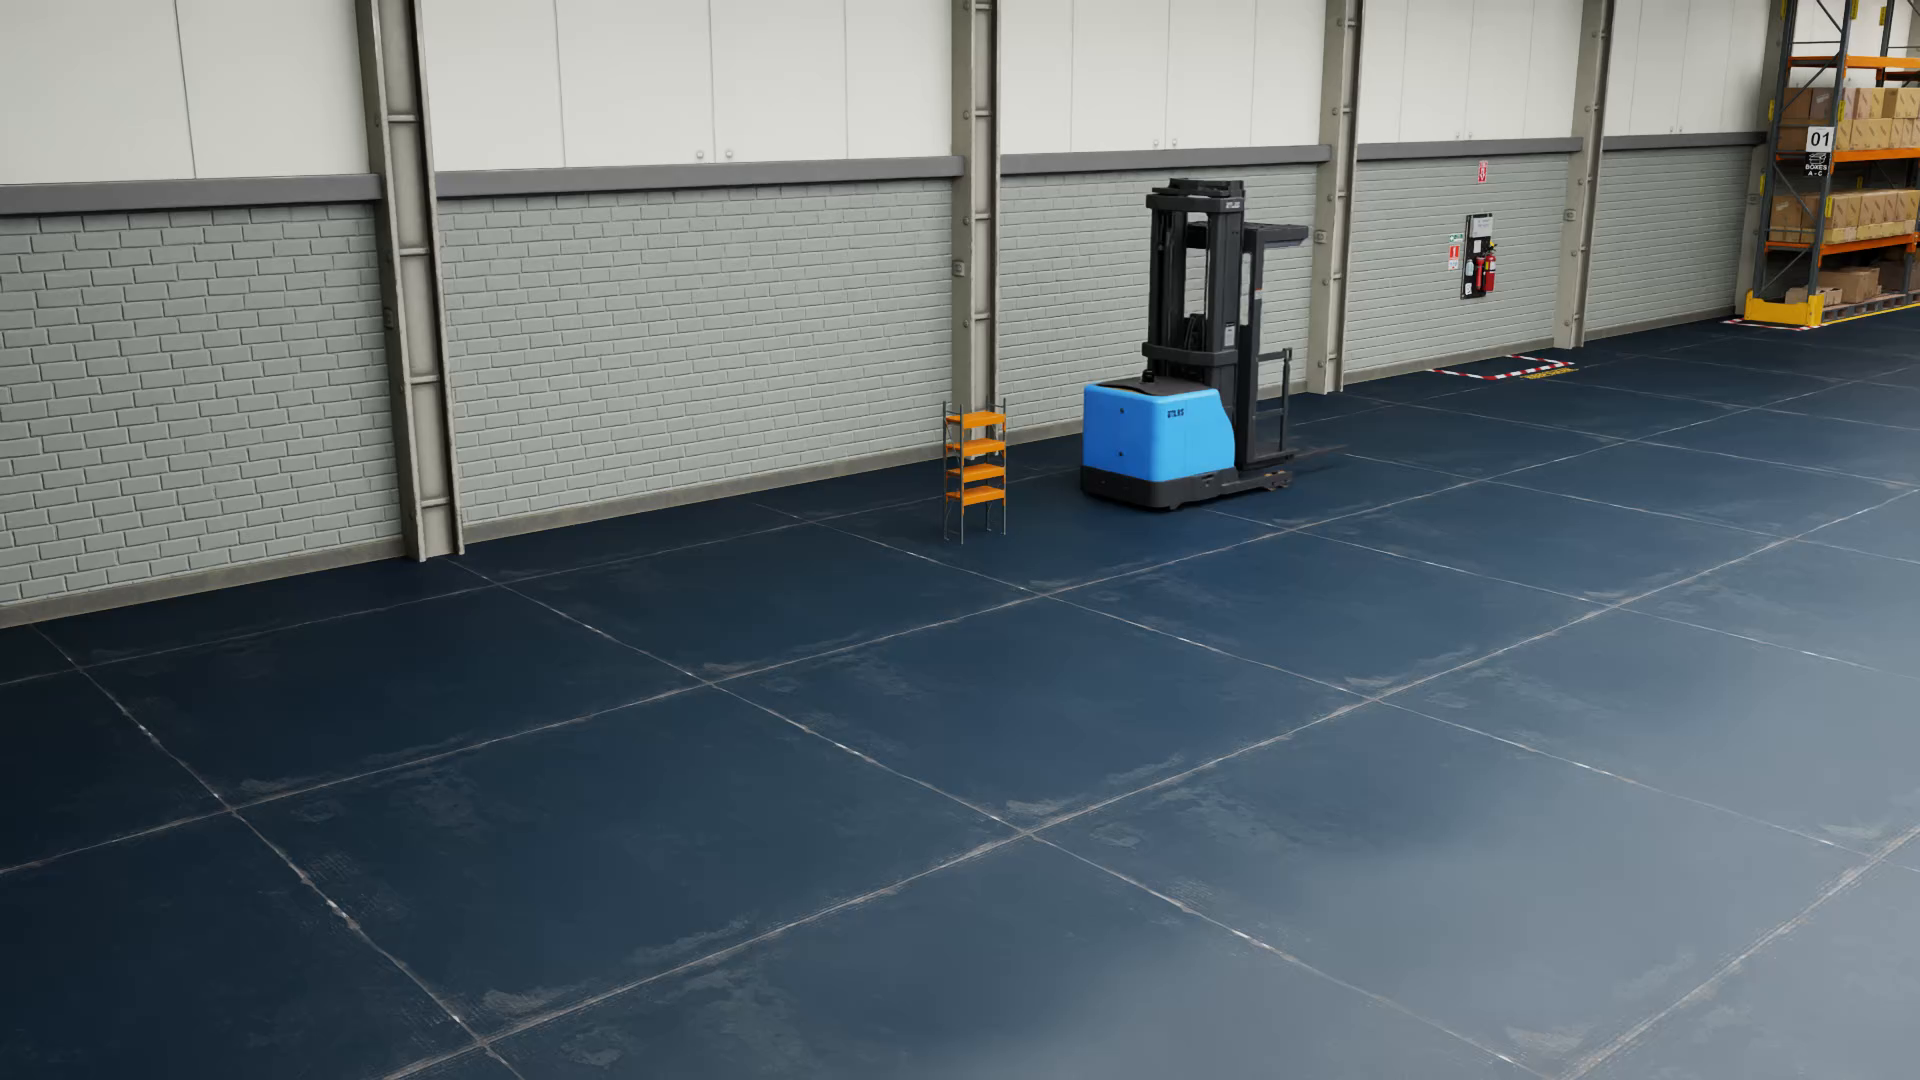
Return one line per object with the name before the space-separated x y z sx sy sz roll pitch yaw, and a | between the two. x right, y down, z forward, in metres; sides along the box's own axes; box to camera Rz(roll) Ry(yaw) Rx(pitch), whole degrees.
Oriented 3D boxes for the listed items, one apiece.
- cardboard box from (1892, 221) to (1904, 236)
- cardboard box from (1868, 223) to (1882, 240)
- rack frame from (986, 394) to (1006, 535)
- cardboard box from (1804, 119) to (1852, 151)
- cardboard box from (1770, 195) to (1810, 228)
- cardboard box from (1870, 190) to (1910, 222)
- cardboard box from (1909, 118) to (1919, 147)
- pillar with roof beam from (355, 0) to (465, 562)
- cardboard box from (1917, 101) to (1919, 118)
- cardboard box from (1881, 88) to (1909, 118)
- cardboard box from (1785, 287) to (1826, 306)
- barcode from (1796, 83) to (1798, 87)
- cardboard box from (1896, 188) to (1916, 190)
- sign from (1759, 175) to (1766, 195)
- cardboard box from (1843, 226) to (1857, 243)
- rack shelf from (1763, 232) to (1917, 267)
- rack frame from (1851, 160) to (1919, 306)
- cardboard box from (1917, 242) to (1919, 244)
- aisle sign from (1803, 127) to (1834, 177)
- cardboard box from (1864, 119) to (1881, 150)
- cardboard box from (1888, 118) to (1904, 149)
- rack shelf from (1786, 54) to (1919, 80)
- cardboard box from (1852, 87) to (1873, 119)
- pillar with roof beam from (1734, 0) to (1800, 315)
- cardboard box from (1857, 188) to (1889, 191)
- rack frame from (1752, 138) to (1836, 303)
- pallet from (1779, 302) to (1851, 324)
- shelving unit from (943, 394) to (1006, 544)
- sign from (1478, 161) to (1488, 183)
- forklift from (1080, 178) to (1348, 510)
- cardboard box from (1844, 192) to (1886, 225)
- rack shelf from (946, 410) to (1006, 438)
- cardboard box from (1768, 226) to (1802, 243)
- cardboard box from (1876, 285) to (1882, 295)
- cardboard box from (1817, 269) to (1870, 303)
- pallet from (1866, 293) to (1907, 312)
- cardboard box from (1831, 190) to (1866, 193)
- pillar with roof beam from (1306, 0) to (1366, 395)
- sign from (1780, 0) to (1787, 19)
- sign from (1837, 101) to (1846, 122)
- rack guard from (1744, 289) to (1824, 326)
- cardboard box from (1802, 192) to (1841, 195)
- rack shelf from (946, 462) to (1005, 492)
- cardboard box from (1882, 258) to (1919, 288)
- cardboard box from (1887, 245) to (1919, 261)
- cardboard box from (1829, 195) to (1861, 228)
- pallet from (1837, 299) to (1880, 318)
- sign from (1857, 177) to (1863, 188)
cardboard box | 16.258 -5.505 29.297 0.500 0.250 0.500 -13 19 -39
cardboard box | 15.510 -5.331 28.647 0.500 0.250 0.500 -12 19 -39
rack frame | 0.309 -0.649 14.355 0.015 1.200 0.240 -13 20 -39
cardboard box | 14.197 -6.627 27.202 0.500 0.500 0.500 -12 19 -38
cardboard box | 13.996 -5.533 27.949 0.500 0.500 0.500 -13 20 -40
cardboard box | 16.271 -5.863 29.186 0.500 0.500 0.500 -13 20 -40
cardboard box | 16.577 -7.162 29.207 0.500 0.500 0.500 -12 19 -38
pillar with roof beam | -1.539 -3.393 9.517 0.400 9.000 9.100 -13 19 -39
cardboard box | 16.598 -7.642 29.065 0.500 0.500 0.500 14 20 42
cardboard box | 15.804 -7.457 28.371 0.500 0.500 0.500 -14 20 -41
cardboard box | 14.361 -4.125 28.238 0.500 0.311 0.500 13 20 41
barcode | 13.988 -7.600 27.783 0.075 0.075 0.001 -13 19 -39
cardboard box | 17.630 -6.223 30.689 0.500 0.500 0.700 -10 18 -34
sign | 13.431 -5.935 27.802 0.005 0.325 0.100 -13 19 -39
cardboard box | 14.739 -5.161 28.009 0.500 0.250 0.500 -13 20 -41
rack shelf | 15.289 -5.103 28.936 4.000 0.370 1.077 -13 19 -39
rack frame | 16.798 -5.789 30.112 0.127 3.000 1.000 -13 19 -39
cardboard box | 18.450 -5.530 31.677 0.500 0.250 0.500 -13 20 -40
aisle sign | 13.923 -6.297 26.975 0.004 0.787 0.394 -13 19 -39
cardboard box | 15.014 -6.800 27.849 0.500 0.500 0.500 -12 19 -37
cardboard box | 15.796 -6.978 28.518 0.500 0.500 0.500 -14 20 -41
rack shelf | 15.289 -8.000 28.162 4.000 0.370 1.077 -13 19 -39
cardboard box | 14.642 -7.195 27.392 0.500 0.500 0.500 -13 20 -40
pillar with roof beam | 16.566 -7.459 24.737 0.400 9.000 9.100 -13 19 -39
cardboard box | 16.306 -6.050 29.886 0.500 0.500 0.500 -13 20 -41
rack frame | 13.780 -5.112 27.575 0.127 3.000 1.000 -13 19 -39
pallet | 14.474 -3.908 28.472 1.213 0.211 1.003 -13 19 -39
shelving unit | 0.125 -0.608 14.200 0.503 1.200 0.258 -13 20 -39
sign | 7.253 -5.109 23.073 0.199 0.298 0.001 -13 19 -39
forklift | 2.596 -1.982 15.989 3.031 2.935 1.130 -12 19 -38
cardboard box | 15.492 -5.692 28.544 0.500 0.500 0.500 -12 19 -38
rack shelf | 0.125 -0.987 14.099 0.480 0.148 0.258 -13 20 -39
cardboard box | 14.005 -5.166 28.029 0.500 0.250 0.500 -12 19 -39
cardboard box | 16.414 -4.537 30.059 0.380 0.166 0.250 13 20 40
cardboard box | 15.377 -4.427 29.004 0.500 0.500 0.700 -14 21 -43
pallet | 16.314 -4.322 30.020 1.213 0.211 1.003 -13 19 -39
cardboard box | 15.534 -5.880 29.248 0.500 0.500 0.500 -12 19 -38
pillar with roof beam | 7.514 -5.426 17.127 0.400 9.000 9.100 -13 19 -39
sign | 13.431 -8.649 27.077 0.005 0.325 0.100 -13 19 -39
sign | 14.136 -6.878 26.680 0.005 0.325 0.100 -13 19 -39
rack guard | 13.837 -3.917 27.946 0.348 0.500 1.175 -13 19 -39
cardboard box | 14.770 -5.704 28.592 0.500 0.500 0.500 -13 20 -41
rack shelf | 0.125 -0.543 14.217 0.480 0.148 0.258 -13 20 -39
cardboard box | 17.699 -5.020 31.221 0.500 0.500 0.700 -13 20 -40
cardboard box | 17.672 -5.360 31.041 0.500 0.250 0.500 -13 20 -41
cardboard box | 14.717 -5.515 27.885 0.500 0.500 0.500 -13 19 -39
pallet | 15.393 -4.114 29.242 1.213 0.211 1.003 -13 19 -39
sign | 16.431 -6.456 30.364 0.005 0.325 0.100 -13 19 -39
